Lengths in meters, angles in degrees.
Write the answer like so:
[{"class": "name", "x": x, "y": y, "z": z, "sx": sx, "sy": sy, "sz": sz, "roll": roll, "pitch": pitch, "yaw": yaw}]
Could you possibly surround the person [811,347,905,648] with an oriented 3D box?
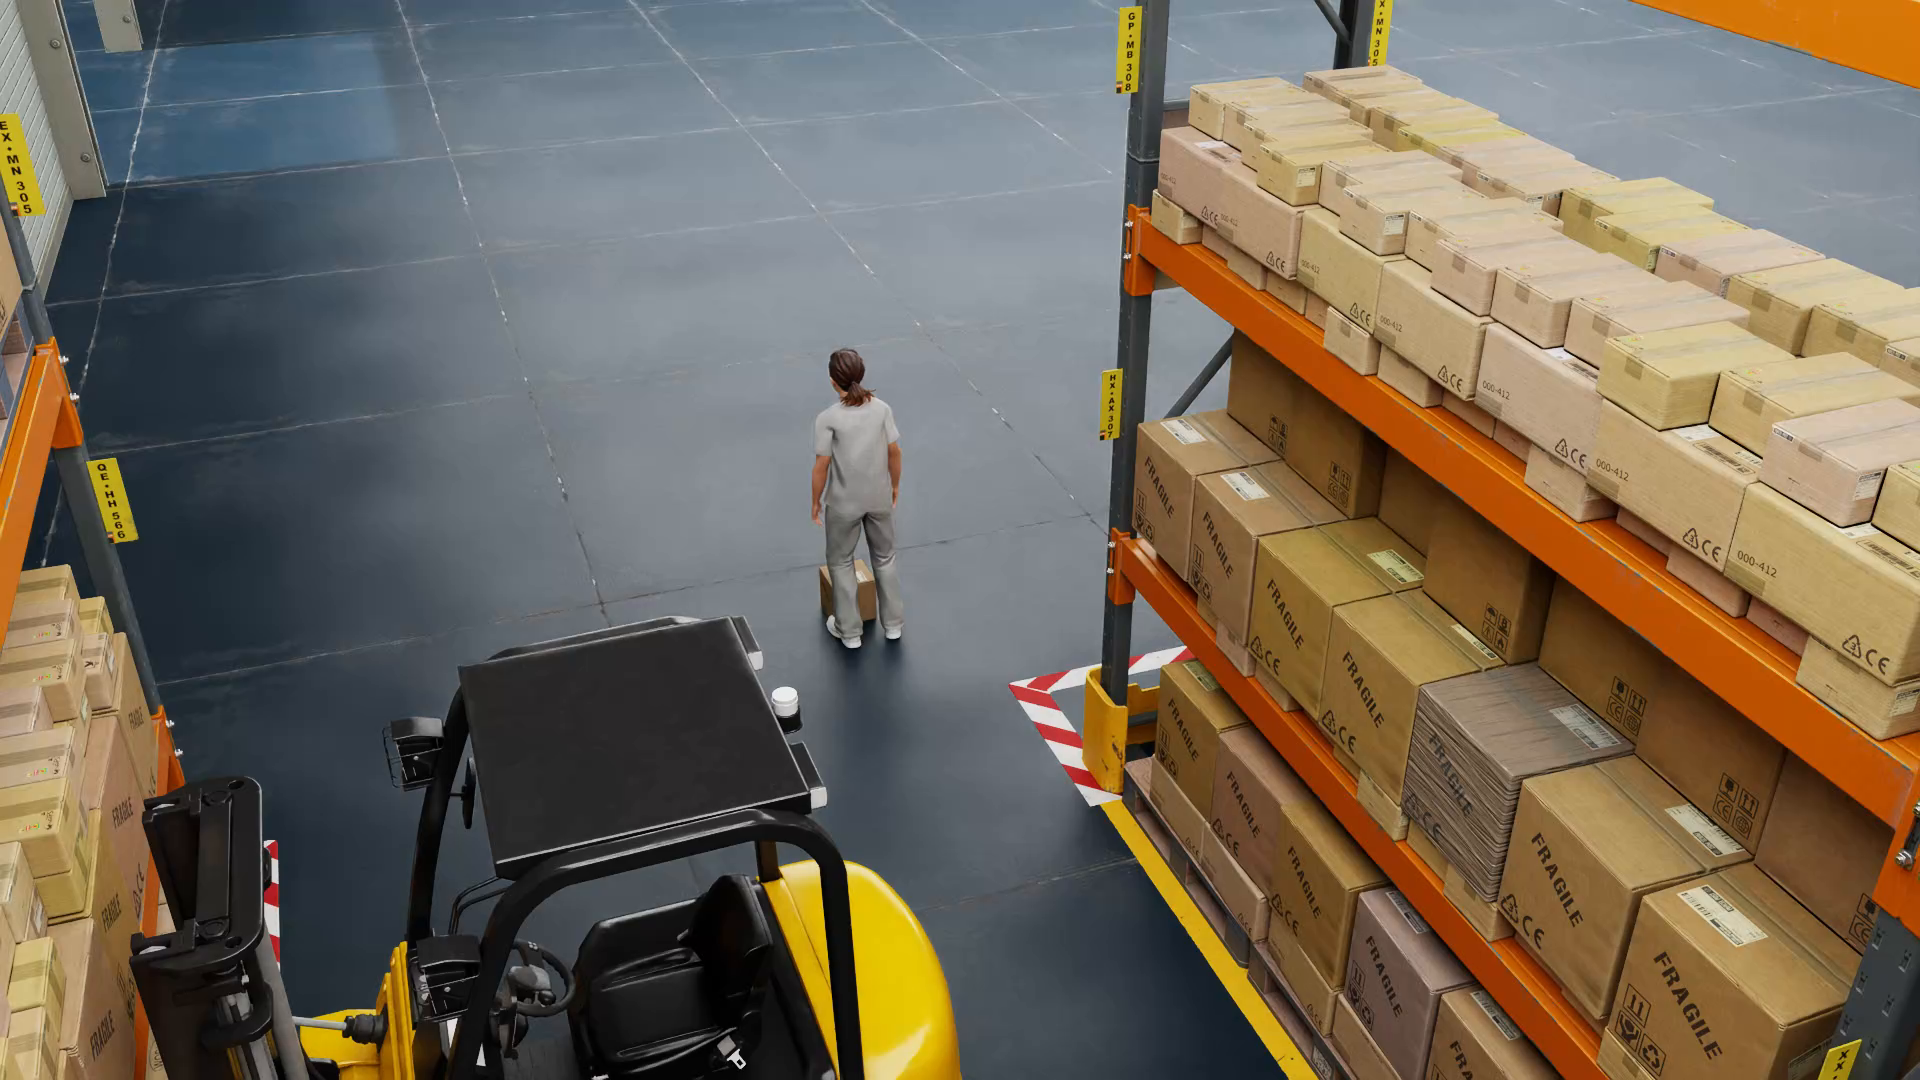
[{"class": "person", "x": -0.532, "y": -0.208, "z": 8.702, "sx": 0.508, "sy": 1.673, "sz": 0.352, "roll": -12, "pitch": 32, "yaw": -19}]
